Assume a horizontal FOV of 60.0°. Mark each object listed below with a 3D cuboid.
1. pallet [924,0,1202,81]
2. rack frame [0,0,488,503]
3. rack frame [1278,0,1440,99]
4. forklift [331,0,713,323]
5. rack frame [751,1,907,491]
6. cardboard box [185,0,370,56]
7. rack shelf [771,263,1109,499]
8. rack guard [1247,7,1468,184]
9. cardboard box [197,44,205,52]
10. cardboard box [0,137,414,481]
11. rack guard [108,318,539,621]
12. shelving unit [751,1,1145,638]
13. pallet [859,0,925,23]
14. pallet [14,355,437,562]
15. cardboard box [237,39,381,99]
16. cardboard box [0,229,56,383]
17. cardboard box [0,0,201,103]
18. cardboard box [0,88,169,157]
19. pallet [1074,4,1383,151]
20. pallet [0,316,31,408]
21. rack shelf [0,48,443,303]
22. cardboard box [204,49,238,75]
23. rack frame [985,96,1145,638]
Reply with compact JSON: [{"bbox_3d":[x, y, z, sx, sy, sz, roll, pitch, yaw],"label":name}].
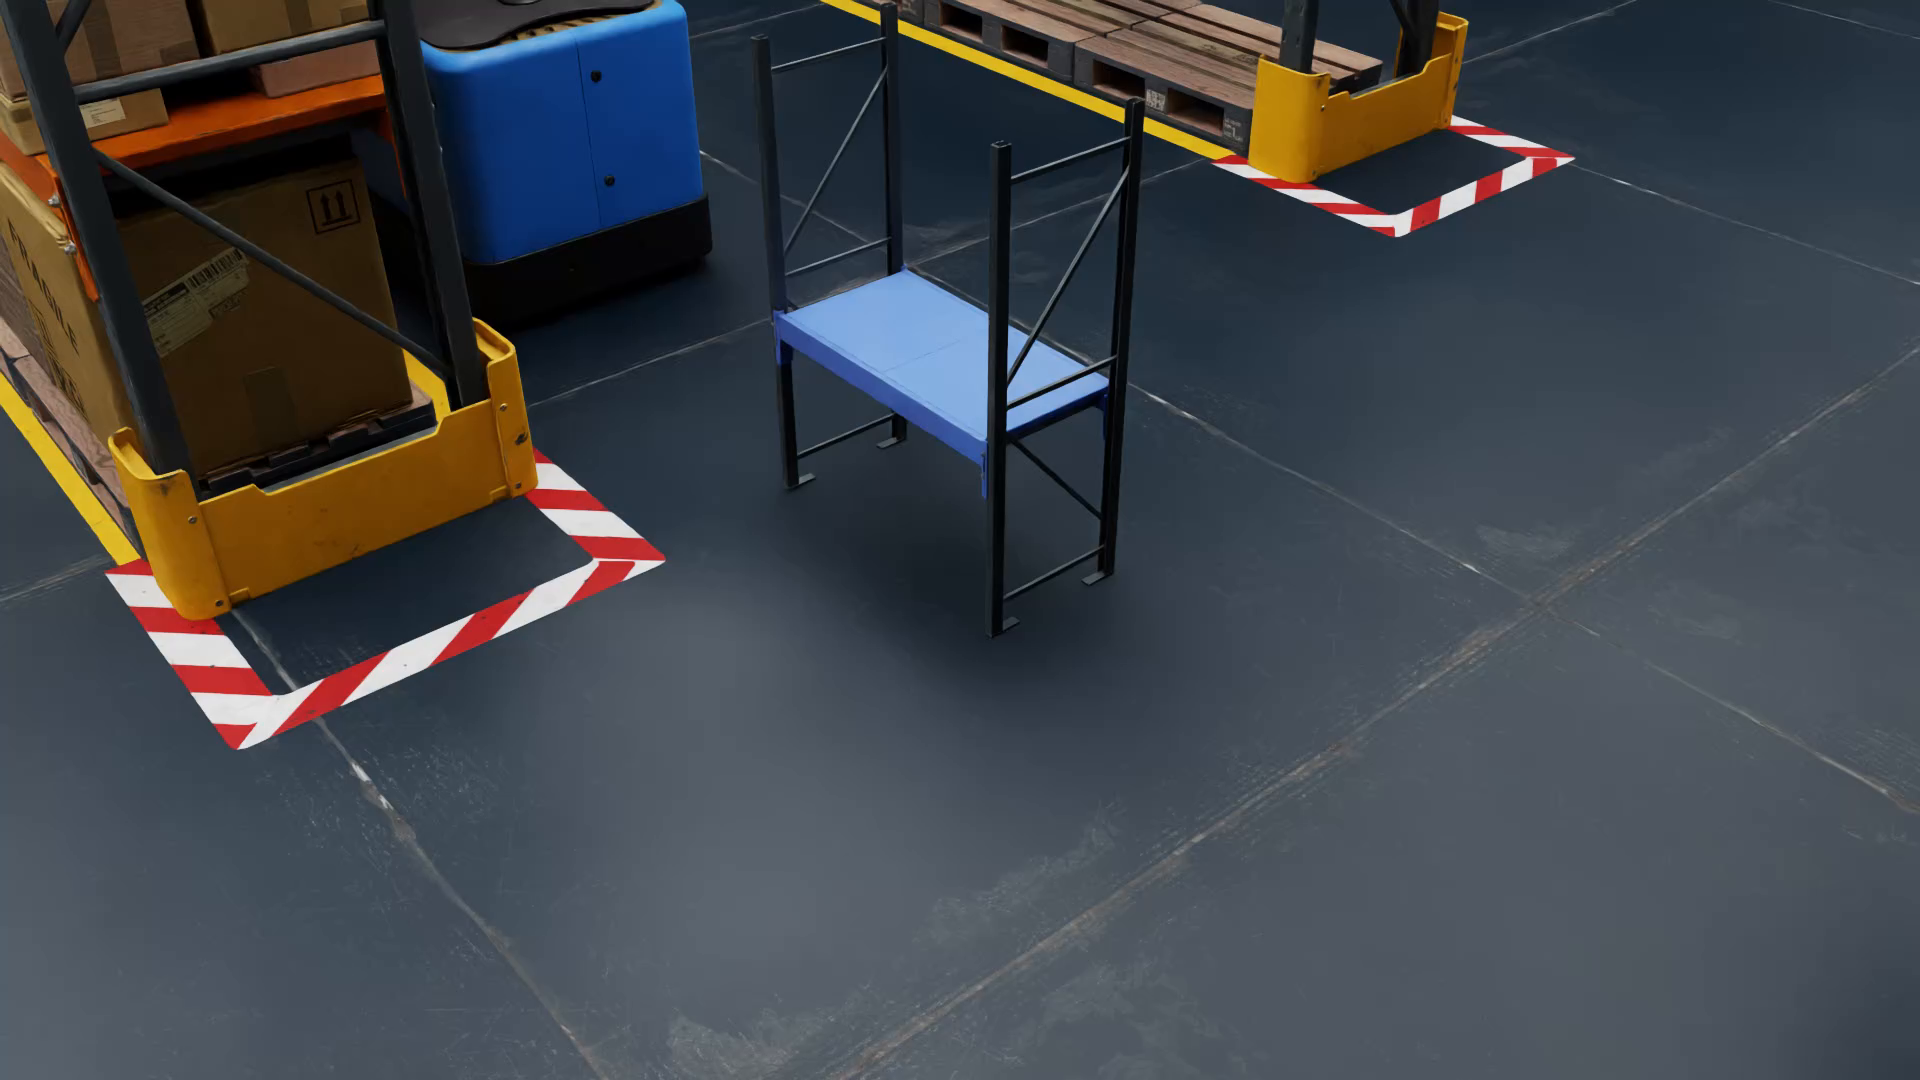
[{"bbox_3d":[0.554,-2.899,9.161,1.003,0.211,1.213,-26,43,-32],"label":"pallet"},{"bbox_3d":[-1.944,-1.273,4.452,1.000,3.000,0.127,-26,43,-32],"label":"rack frame"},{"bbox_3d":[1.839,-3.120,7.060,1.000,3.000,0.127,-26,43,-32],"label":"rack frame"},{"bbox_3d":[-2.350,-2.796,6.661,1.130,2.935,3.031,-26,43,-32],"label":"forklift"},{"bbox_3d":[-0.383,-0.874,5.187,0.500,1.500,0.032,-26,43,-32],"label":"rack frame"},{"bbox_3d":[-2.048,-1.646,4.851,0.500,0.250,0.500,-27,43,-33],"label":"cardboard box"},{"bbox_3d":[-0.055,-0.503,4.974,0.538,0.185,1.000,-26,43,-32],"label":"rack shelf"},{"bbox_3d":[1.865,-2.094,7.775,1.175,0.500,0.348,-26,43,-32],"label":"rack guard"},{"bbox_3d":[-2.253,-1.676,5.238,0.380,0.149,0.250,-27,43,-33],"label":"cardboard box"},{"bbox_3d":[-2.418,-0.830,5.302,0.875,0.875,0.875,-26,43,-32],"label":"cardboard box"},{"bbox_3d":[-1.929,-0.242,5.160,1.175,0.500,0.348,-26,43,-32],"label":"rack guard"},{"bbox_3d":[-0.055,-0.650,4.870,0.538,1.500,1.048,-26,43,-32],"label":"shelving unit"},{"bbox_3d":[-0.238,-3.438,9.922,1.003,0.211,1.213,-26,43,-32],"label":"pallet"},{"bbox_3d":[-2.520,-0.459,5.715,1.003,0.211,1.213,-26,43,-32],"label":"pallet"},{"bbox_3d":[-1.921,-1.450,4.920,0.380,0.149,0.250,-25,43,-31],"label":"cardboard box"},{"bbox_3d":[-3.006,-1.232,5.869,0.875,0.875,0.875,-26,43,-32],"label":"cardboard box"},{"bbox_3d":[-2.460,-1.448,4.572,0.500,0.250,0.500,-27,43,-32],"label":"cardboard box"},{"bbox_3d":[-2.426,-1.205,4.573,0.380,0.149,0.250,-25,42,-31],"label":"cardboard box"},{"bbox_3d":[1.337,-2.361,8.401,1.003,0.211,1.213,-26,43,-32],"label":"pallet"},{"bbox_3d":[-3.303,-0.997,6.475,1.003,0.211,1.213,-26,43,-32],"label":"pallet"},{"bbox_3d":[-3.235,-1.862,5.907,1.077,0.370,4.000,-26,43,-32],"label":"rack shelf"},{"bbox_3d":[-2.088,-1.563,5.079,0.380,0.149,0.250,-27,43,-32],"label":"cardboard box"},{"bbox_3d":[0.273,-0.425,4.553,0.500,1.500,0.032,-26,43,-32],"label":"rack frame"}]
